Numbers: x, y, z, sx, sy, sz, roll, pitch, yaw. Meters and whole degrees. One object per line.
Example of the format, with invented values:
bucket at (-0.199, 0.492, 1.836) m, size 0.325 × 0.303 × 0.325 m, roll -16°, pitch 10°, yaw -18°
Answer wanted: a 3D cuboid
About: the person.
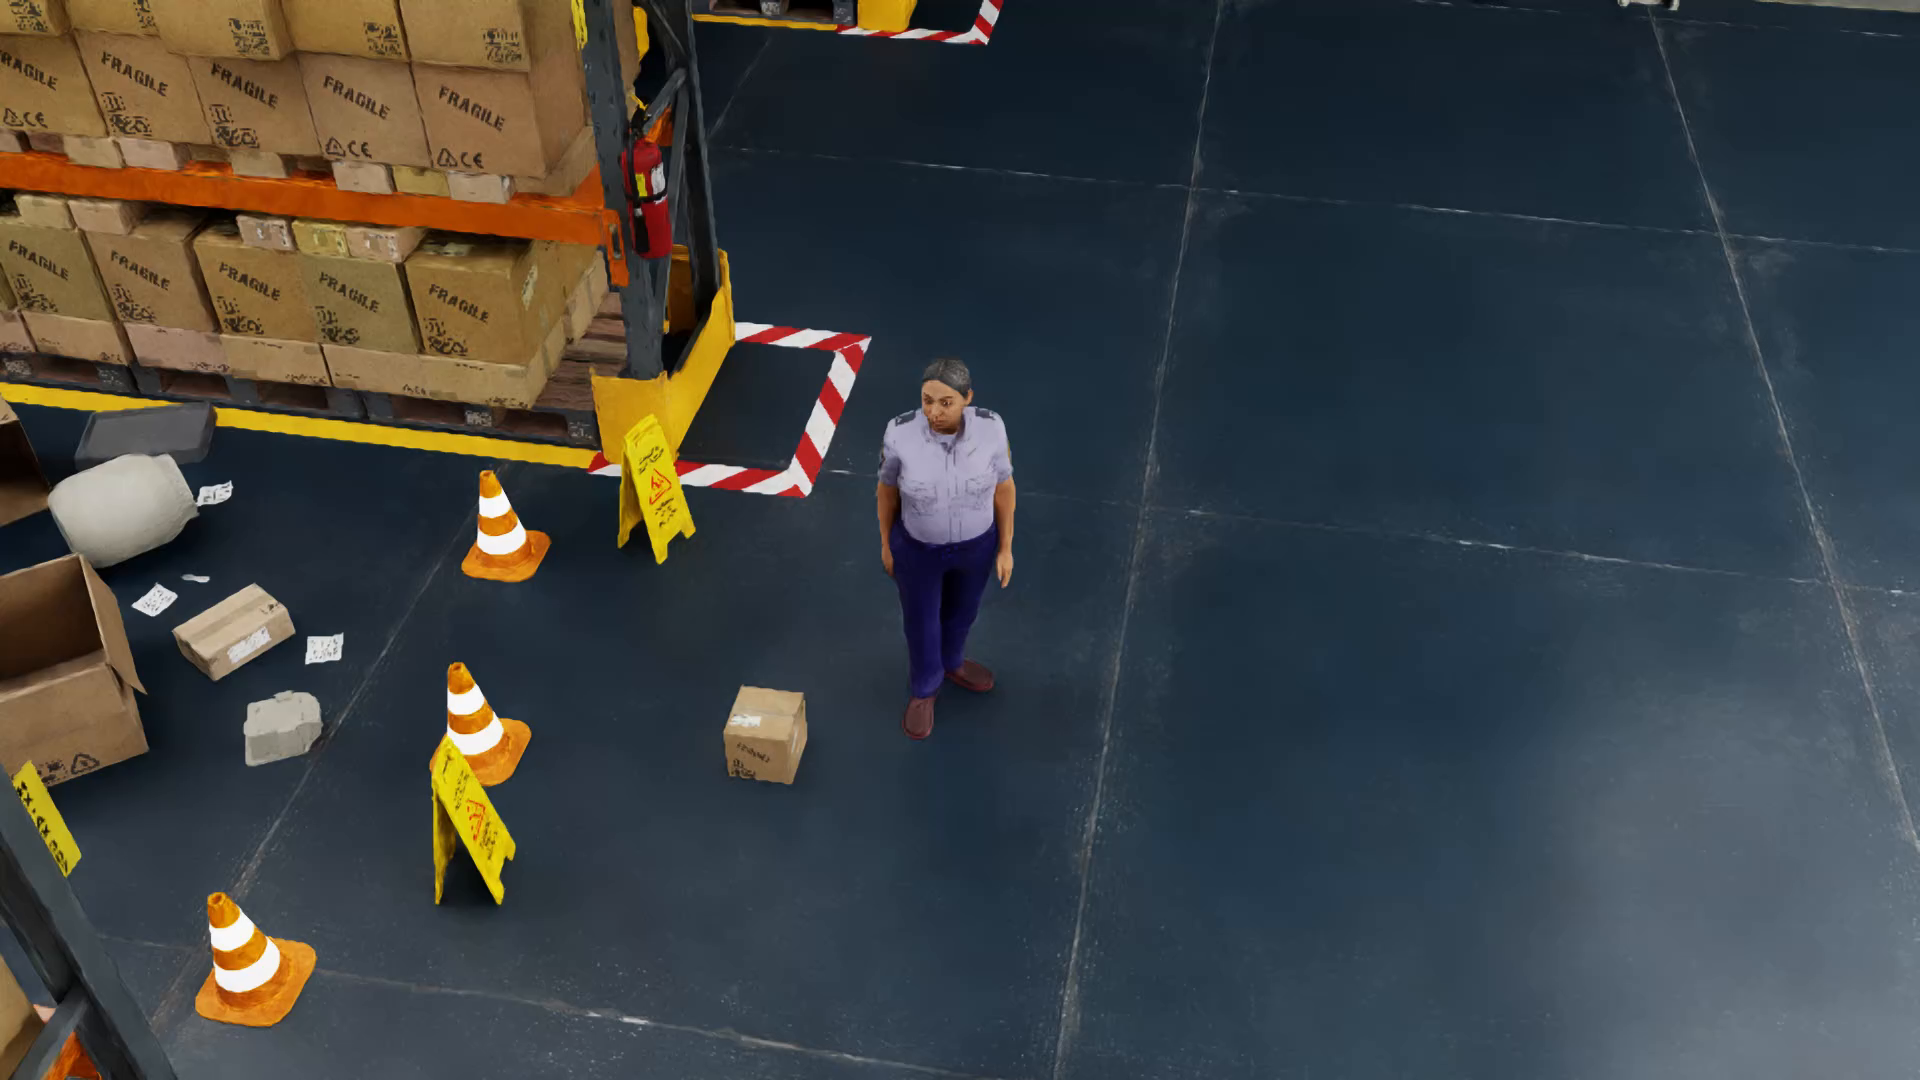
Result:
person at (-0.051, 0.007, 6.154) m, size 0.494 × 1.660 × 0.407 m, roll -9°, pitch 42°, yaw -10°
